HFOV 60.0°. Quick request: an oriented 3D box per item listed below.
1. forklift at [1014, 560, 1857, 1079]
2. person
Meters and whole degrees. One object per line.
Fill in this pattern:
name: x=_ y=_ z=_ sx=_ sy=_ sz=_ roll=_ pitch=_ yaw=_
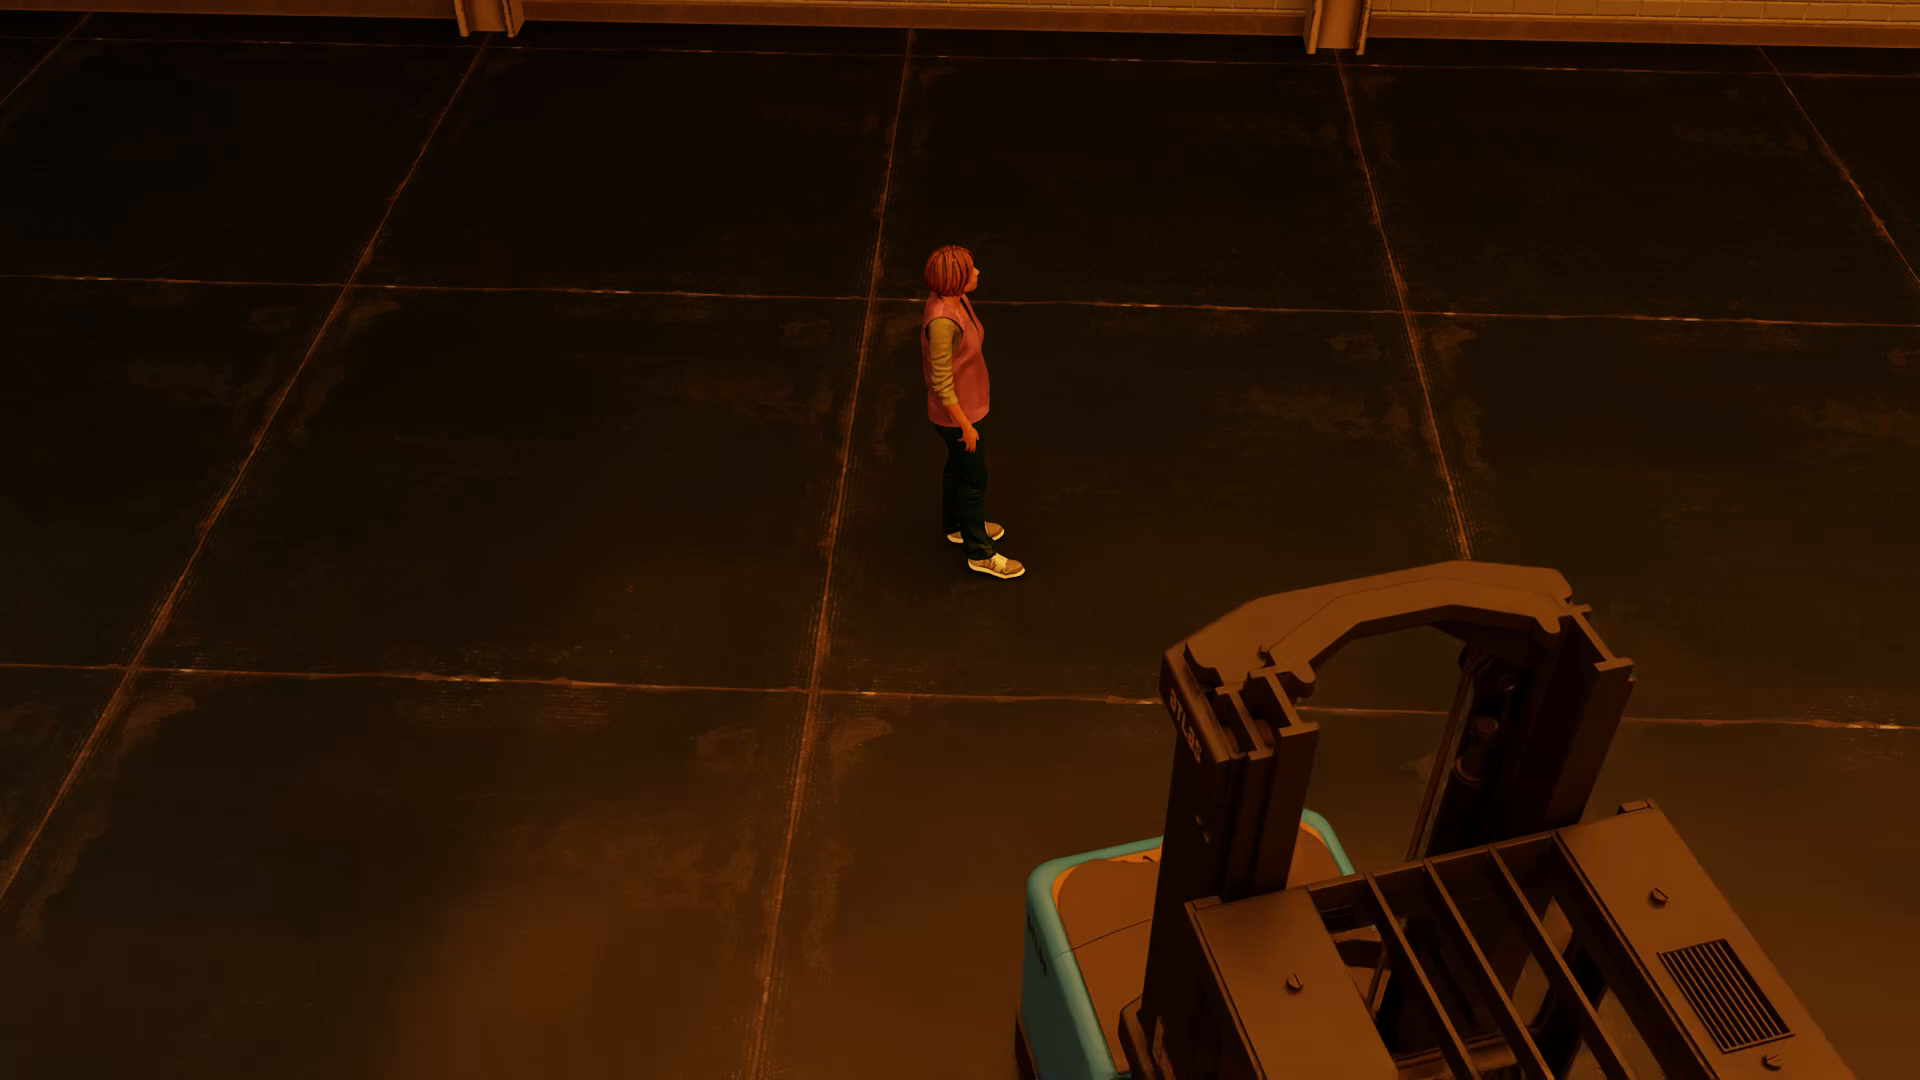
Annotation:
forklift: x=1.059 y=1.609 z=3.980 sx=1.130 sy=2.935 sz=3.031 roll=-10 pitch=43 yaw=-11
person: x=0.073 y=-0.584 z=7.360 sx=0.476 sy=1.597 sz=0.520 roll=2 pitch=42 yaw=2
